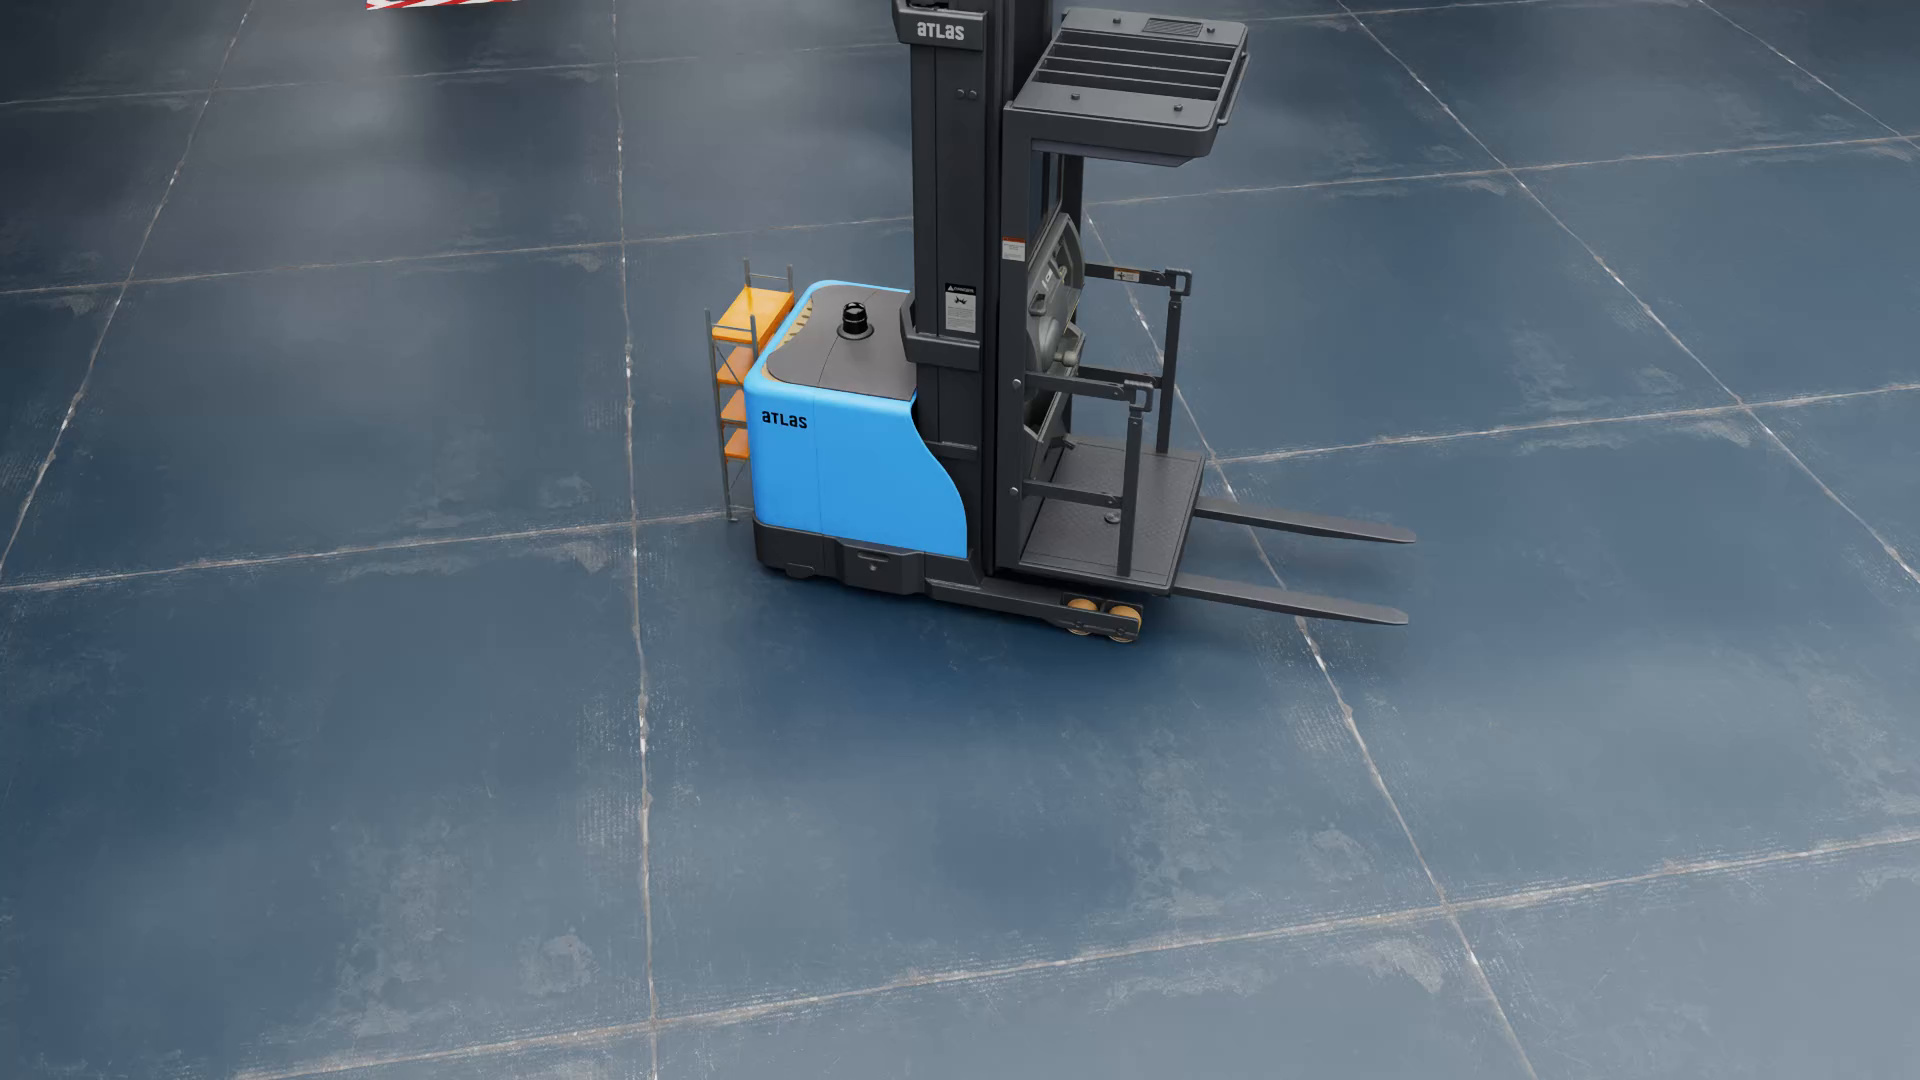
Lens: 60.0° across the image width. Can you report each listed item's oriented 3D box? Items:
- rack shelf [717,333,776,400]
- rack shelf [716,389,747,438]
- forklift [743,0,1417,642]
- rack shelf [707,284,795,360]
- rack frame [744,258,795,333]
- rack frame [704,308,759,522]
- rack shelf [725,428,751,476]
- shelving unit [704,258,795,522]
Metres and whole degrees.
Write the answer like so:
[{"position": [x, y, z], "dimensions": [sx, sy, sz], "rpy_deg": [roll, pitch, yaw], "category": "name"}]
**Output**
[{"position": [-0.977, -0.825, 7.979], "dimensions": [0.258, 0.148, 0.480], "rpy_deg": [10, 39, 12], "category": "rack shelf"}, {"position": [-0.977, -0.648, 8.116], "dimensions": [0.258, 0.148, 0.480], "rpy_deg": [10, 39, 12], "category": "rack shelf"}, {"position": [0.600, -1.056, 7.121], "dimensions": [3.031, 2.935, 1.130], "rpy_deg": [10, 39, 12], "category": "forklift"}, {"position": [-0.977, -1.012, 7.834], "dimensions": [0.258, 0.148, 0.480], "rpy_deg": [10, 39, 12], "category": "rack shelf"}, {"position": [-0.913, -0.846, 8.261], "dimensions": [0.240, 1.200, 0.015], "rpy_deg": [10, 39, 12], "category": "rack frame"}, {"position": [-1.042, -0.557, 7.889], "dimensions": [0.240, 1.200, 0.015], "rpy_deg": [10, 39, 12], "category": "rack frame"}, {"position": [-0.977, -0.491, 8.238], "dimensions": [0.258, 0.148, 0.480], "rpy_deg": [10, 39, 12], "category": "rack shelf"}, {"position": [-0.977, -0.701, 8.075], "dimensions": [0.258, 1.200, 0.503], "rpy_deg": [10, 39, 12], "category": "shelving unit"}]
